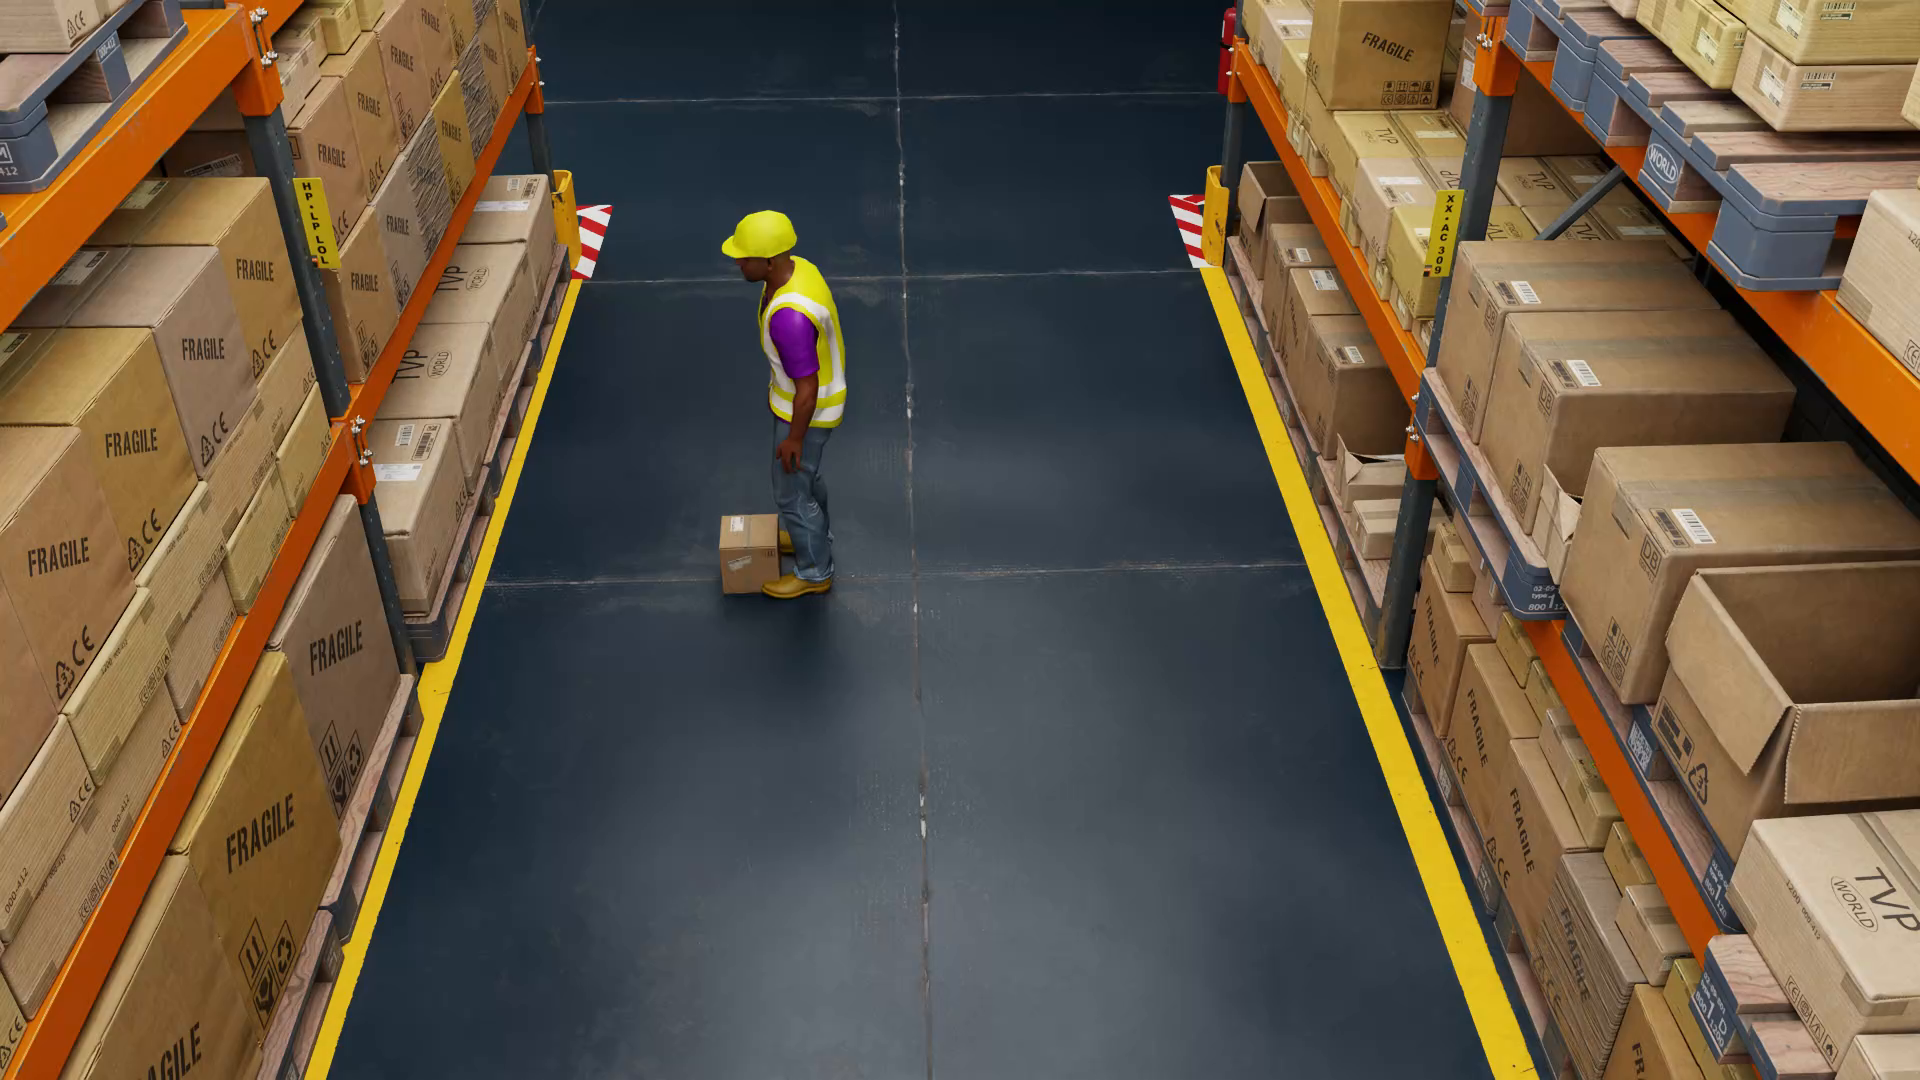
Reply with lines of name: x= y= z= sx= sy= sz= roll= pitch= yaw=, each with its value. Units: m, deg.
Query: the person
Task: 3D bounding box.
person: x=-0.700 y=-0.561 z=6.930 sx=0.459 sy=1.760 sz=0.634 roll=-3 pitch=35 yaw=-5
